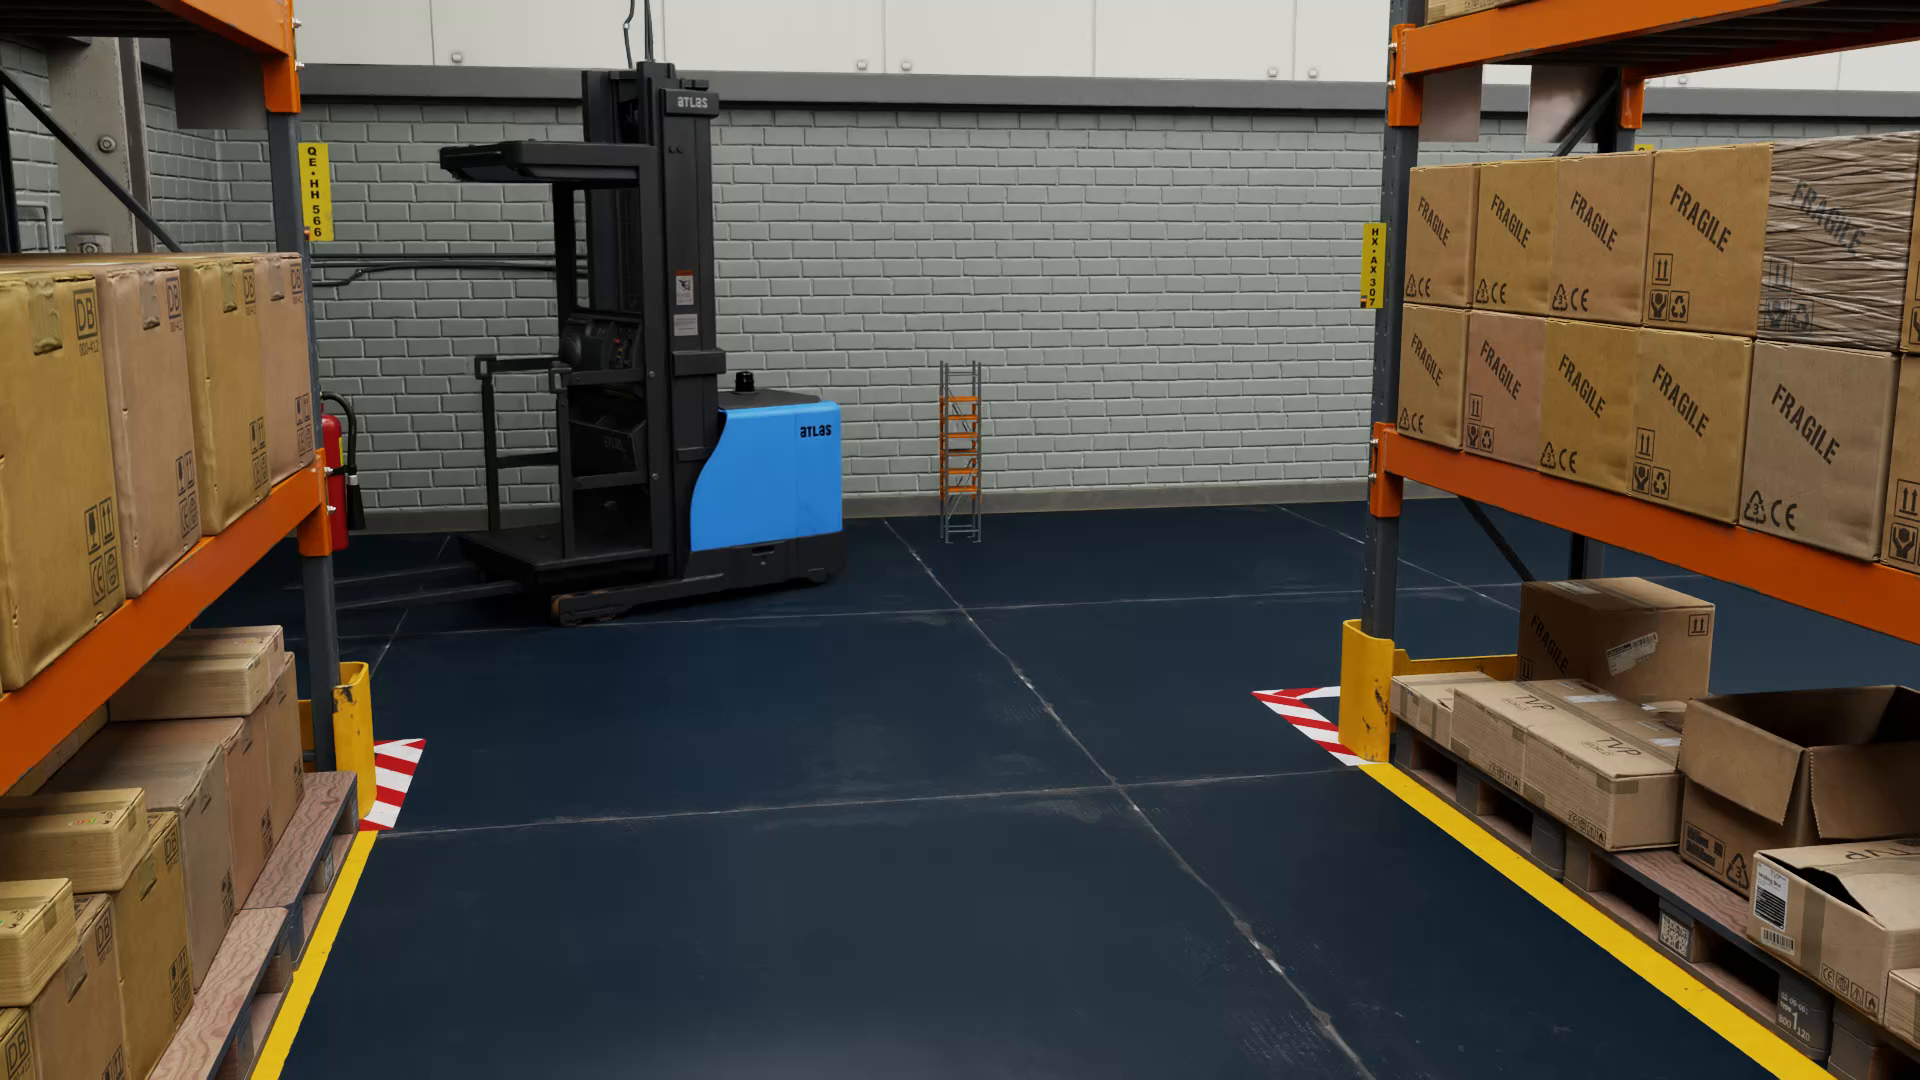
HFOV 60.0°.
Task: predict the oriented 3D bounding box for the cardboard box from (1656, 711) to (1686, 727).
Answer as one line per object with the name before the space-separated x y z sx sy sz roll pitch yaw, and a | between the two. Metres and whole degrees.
cardboard box | 2.639 0.743 5.447 0.500 0.250 0.500 -2 11 -11

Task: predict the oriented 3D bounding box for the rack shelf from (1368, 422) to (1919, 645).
rack shelf | 2.526 0.063 4.769 1.077 0.370 4.000 -2 11 -11

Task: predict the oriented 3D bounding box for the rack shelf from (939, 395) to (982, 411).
rack shelf | 0.003 -0.897 11.011 0.258 0.103 0.180 -2 11 -11

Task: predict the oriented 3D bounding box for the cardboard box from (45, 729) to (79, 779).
cardboard box | -2.510 0.521 4.265 0.380 0.149 0.250 -2 11 -10

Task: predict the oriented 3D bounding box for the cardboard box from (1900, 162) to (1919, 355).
cardboard box | 2.460 -0.641 3.603 0.500 0.500 0.500 -2 11 -12

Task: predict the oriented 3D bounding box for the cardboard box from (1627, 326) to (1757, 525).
cardboard box | 2.260 -0.337 4.679 0.500 0.500 0.500 -2 11 -10

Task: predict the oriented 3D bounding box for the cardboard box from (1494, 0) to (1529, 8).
cardboard box | 2.072 -1.862 5.335 0.500 0.250 0.500 -2 11 -11

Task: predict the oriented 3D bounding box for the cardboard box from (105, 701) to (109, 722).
cardboard box | -2.609 0.428 4.752 0.380 0.149 0.250 -2 11 -11

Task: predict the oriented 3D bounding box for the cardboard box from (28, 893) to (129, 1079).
cardboard box | -2.083 1.045 3.244 0.700 0.500 0.500 -2 11 -12

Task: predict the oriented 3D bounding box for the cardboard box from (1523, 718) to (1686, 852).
cardboard box | 2.159 0.771 5.303 0.500 0.250 0.500 -2 11 -11

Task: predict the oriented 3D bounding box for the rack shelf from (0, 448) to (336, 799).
rack shelf | -2.333 0.243 3.819 1.077 0.370 4.000 -2 11 -11

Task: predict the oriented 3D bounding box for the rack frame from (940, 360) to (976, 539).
rack frame | -0.015 -0.604 11.159 0.240 1.200 0.006 -2 11 -11

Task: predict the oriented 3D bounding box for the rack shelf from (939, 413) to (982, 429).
rack shelf | 0.003 -0.779 11.034 0.258 0.103 0.180 -2 11 -11

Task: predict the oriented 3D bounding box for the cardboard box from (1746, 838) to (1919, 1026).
cardboard box | 2.380 0.949 4.202 0.500 0.311 0.500 -2 11 -11

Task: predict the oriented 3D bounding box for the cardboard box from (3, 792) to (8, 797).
cardboard box | -2.411 0.614 3.774 0.380 0.149 0.250 -2 11 -12

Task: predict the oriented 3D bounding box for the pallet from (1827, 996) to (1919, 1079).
pallet | 2.782 1.320 3.697 1.003 0.211 1.213 -2 11 -11

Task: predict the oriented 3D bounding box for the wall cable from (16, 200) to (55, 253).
wall cable | -3.899 -1.176 6.637 0.084 1.984 1.851 -2 11 -11

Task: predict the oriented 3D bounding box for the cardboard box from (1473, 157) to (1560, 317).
cardboard box | 2.073 -1.011 5.546 0.500 0.500 0.500 -2 11 -10

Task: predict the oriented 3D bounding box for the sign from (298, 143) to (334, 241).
sign | -2.187 -1.179 5.639 0.100 0.325 0.005 -2 11 -11

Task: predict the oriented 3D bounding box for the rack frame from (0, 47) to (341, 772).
rack frame | -2.722 -0.477 5.679 1.000 3.000 0.127 -2 11 -11

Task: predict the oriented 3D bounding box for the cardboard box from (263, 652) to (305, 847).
cardboard box | -2.487 0.670 5.218 0.700 0.500 0.500 -2 11 -11

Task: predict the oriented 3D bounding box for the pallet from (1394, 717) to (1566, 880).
pallet | 2.307 0.873 6.048 1.003 0.211 1.213 -2 11 -11

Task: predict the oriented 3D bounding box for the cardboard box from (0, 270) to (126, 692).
cardboard box | -2.170 -0.125 3.027 0.980 0.700 0.700 -2 11 -12

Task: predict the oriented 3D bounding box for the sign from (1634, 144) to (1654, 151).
sign | 2.685 -1.398 6.578 0.100 0.325 0.005 -2 11 -11

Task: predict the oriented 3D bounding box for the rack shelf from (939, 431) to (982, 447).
rack shelf | 0.003 -0.661 11.056 0.258 0.103 0.180 -2 11 -11

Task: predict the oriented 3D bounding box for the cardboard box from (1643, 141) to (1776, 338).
cardboard box | 2.266 -0.826 4.573 0.500 0.500 0.500 -2 11 -12

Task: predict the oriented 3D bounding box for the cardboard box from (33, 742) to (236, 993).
cardboard box | -2.292 0.854 4.251 0.700 0.500 0.500 -2 11 -13

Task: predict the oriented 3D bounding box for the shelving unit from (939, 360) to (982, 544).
shelving unit | 0.003 -0.587 11.070 0.258 1.200 0.189 -2 11 -11

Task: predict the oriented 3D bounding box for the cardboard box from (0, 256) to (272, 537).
cardboard box | -2.460 -0.398 4.462 0.980 0.700 0.700 -2 11 -11

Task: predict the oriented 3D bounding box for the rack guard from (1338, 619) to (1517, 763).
rack guard | 2.151 0.584 6.789 1.175 0.500 0.348 -2 11 -11

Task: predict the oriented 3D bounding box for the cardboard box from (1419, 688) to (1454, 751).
cardboard box | 1.930 0.653 6.143 0.380 0.166 0.250 -2 11 -11

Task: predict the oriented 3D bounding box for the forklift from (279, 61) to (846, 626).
forklift | -2.157 -1.095 9.109 3.031 2.935 1.130 -8 14 -37

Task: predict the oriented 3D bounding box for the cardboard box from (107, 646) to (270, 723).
cardboard box | -2.233 0.415 4.822 0.380 0.149 0.250 -2 11 -9

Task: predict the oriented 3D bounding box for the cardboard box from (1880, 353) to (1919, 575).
cardboard box | 2.464 -0.150 3.694 0.500 0.500 0.500 -2 11 -9

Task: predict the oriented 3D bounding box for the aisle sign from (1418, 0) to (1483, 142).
aisle sign | 1.835 -1.936 6.396 0.394 0.787 0.004 -2 11 -11

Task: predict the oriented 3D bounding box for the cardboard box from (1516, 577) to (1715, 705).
cardboard box | 2.484 0.445 6.345 0.500 0.500 0.500 -2 11 -11

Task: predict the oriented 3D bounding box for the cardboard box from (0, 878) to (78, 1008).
cardboard box | -1.876 0.750 3.063 0.380 0.149 0.250 -2 11 -9

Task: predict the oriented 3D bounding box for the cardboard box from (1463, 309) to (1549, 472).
cardboard box | 2.070 -0.521 5.646 0.500 0.500 0.500 -2 11 -12

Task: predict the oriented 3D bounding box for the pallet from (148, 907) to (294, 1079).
pallet | -2.256 1.260 4.011 1.003 0.211 1.213 -2 11 -11
